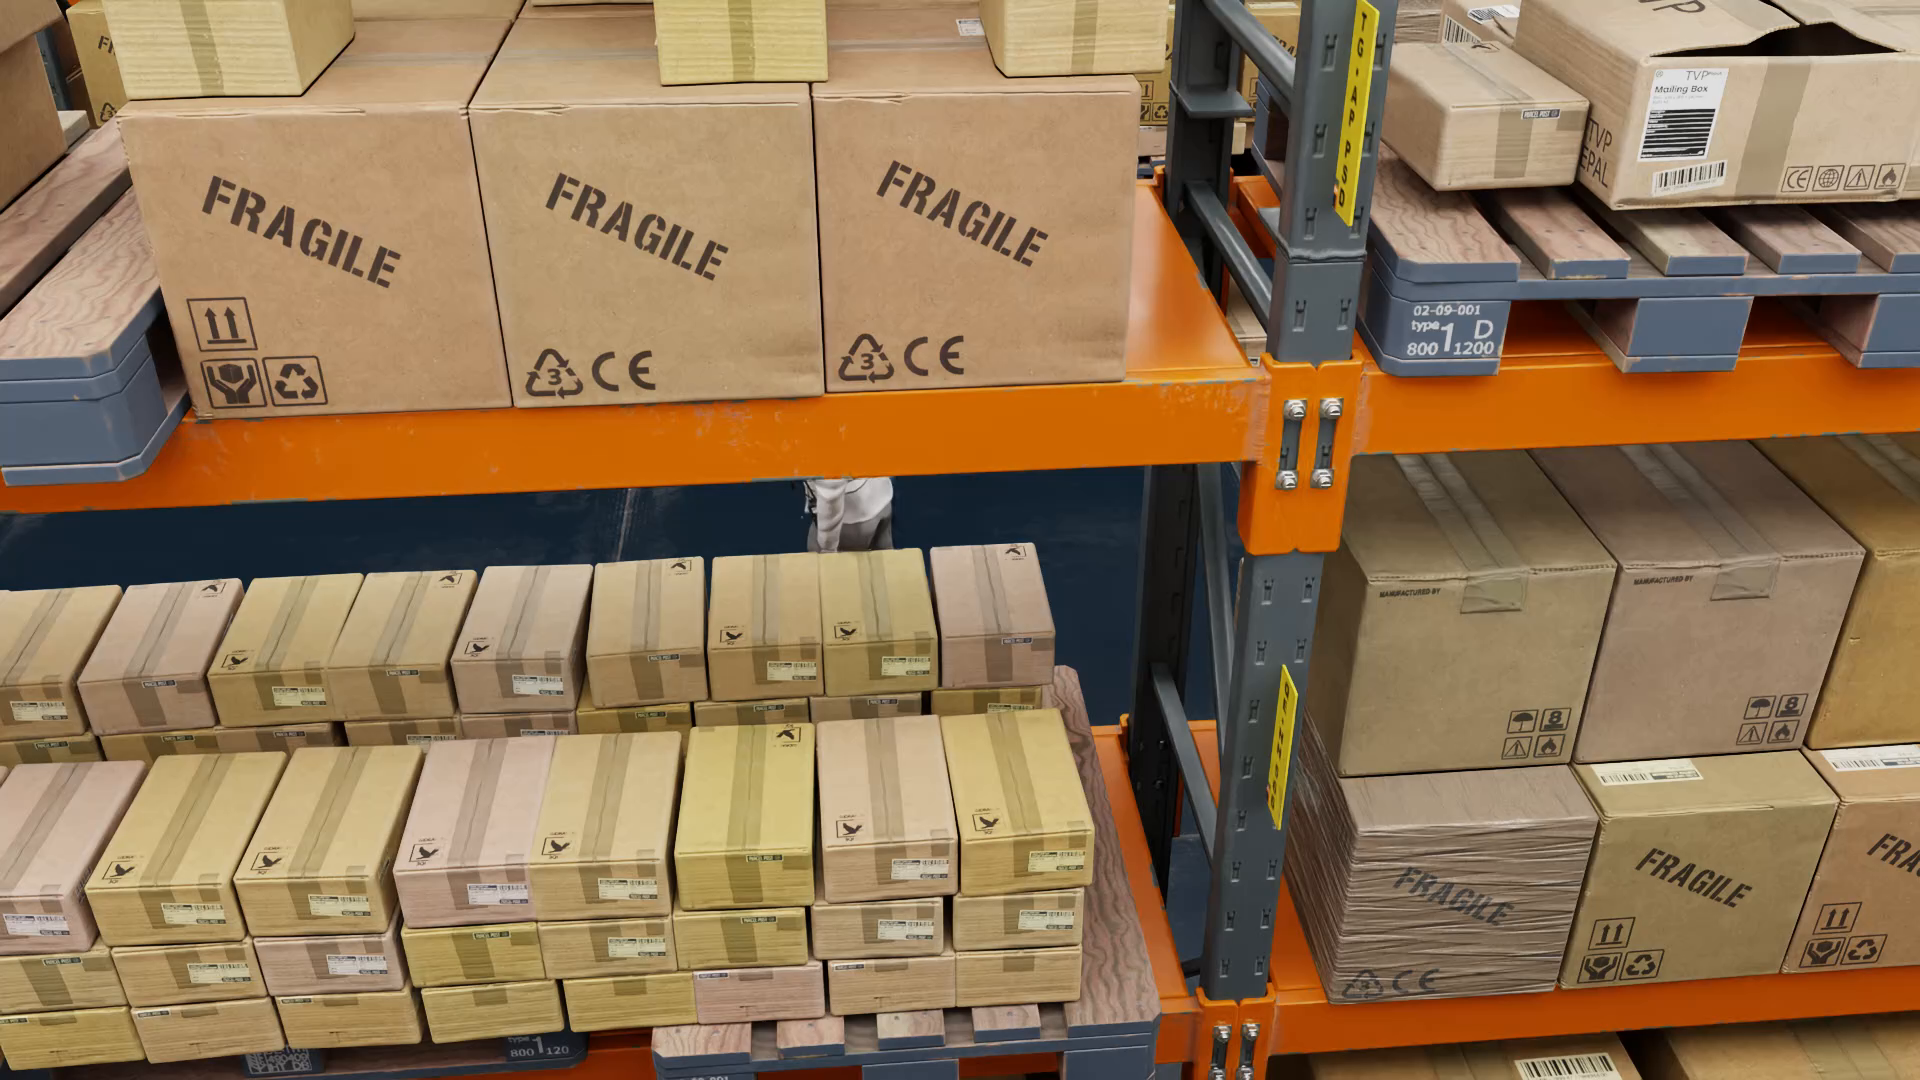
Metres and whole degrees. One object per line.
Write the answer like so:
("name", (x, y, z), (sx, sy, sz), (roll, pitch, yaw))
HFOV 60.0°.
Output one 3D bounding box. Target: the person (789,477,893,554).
("person", (-0.352, -0.076, 6.242), (0.653, 1.665, 0.501), (12, 33, 19))
